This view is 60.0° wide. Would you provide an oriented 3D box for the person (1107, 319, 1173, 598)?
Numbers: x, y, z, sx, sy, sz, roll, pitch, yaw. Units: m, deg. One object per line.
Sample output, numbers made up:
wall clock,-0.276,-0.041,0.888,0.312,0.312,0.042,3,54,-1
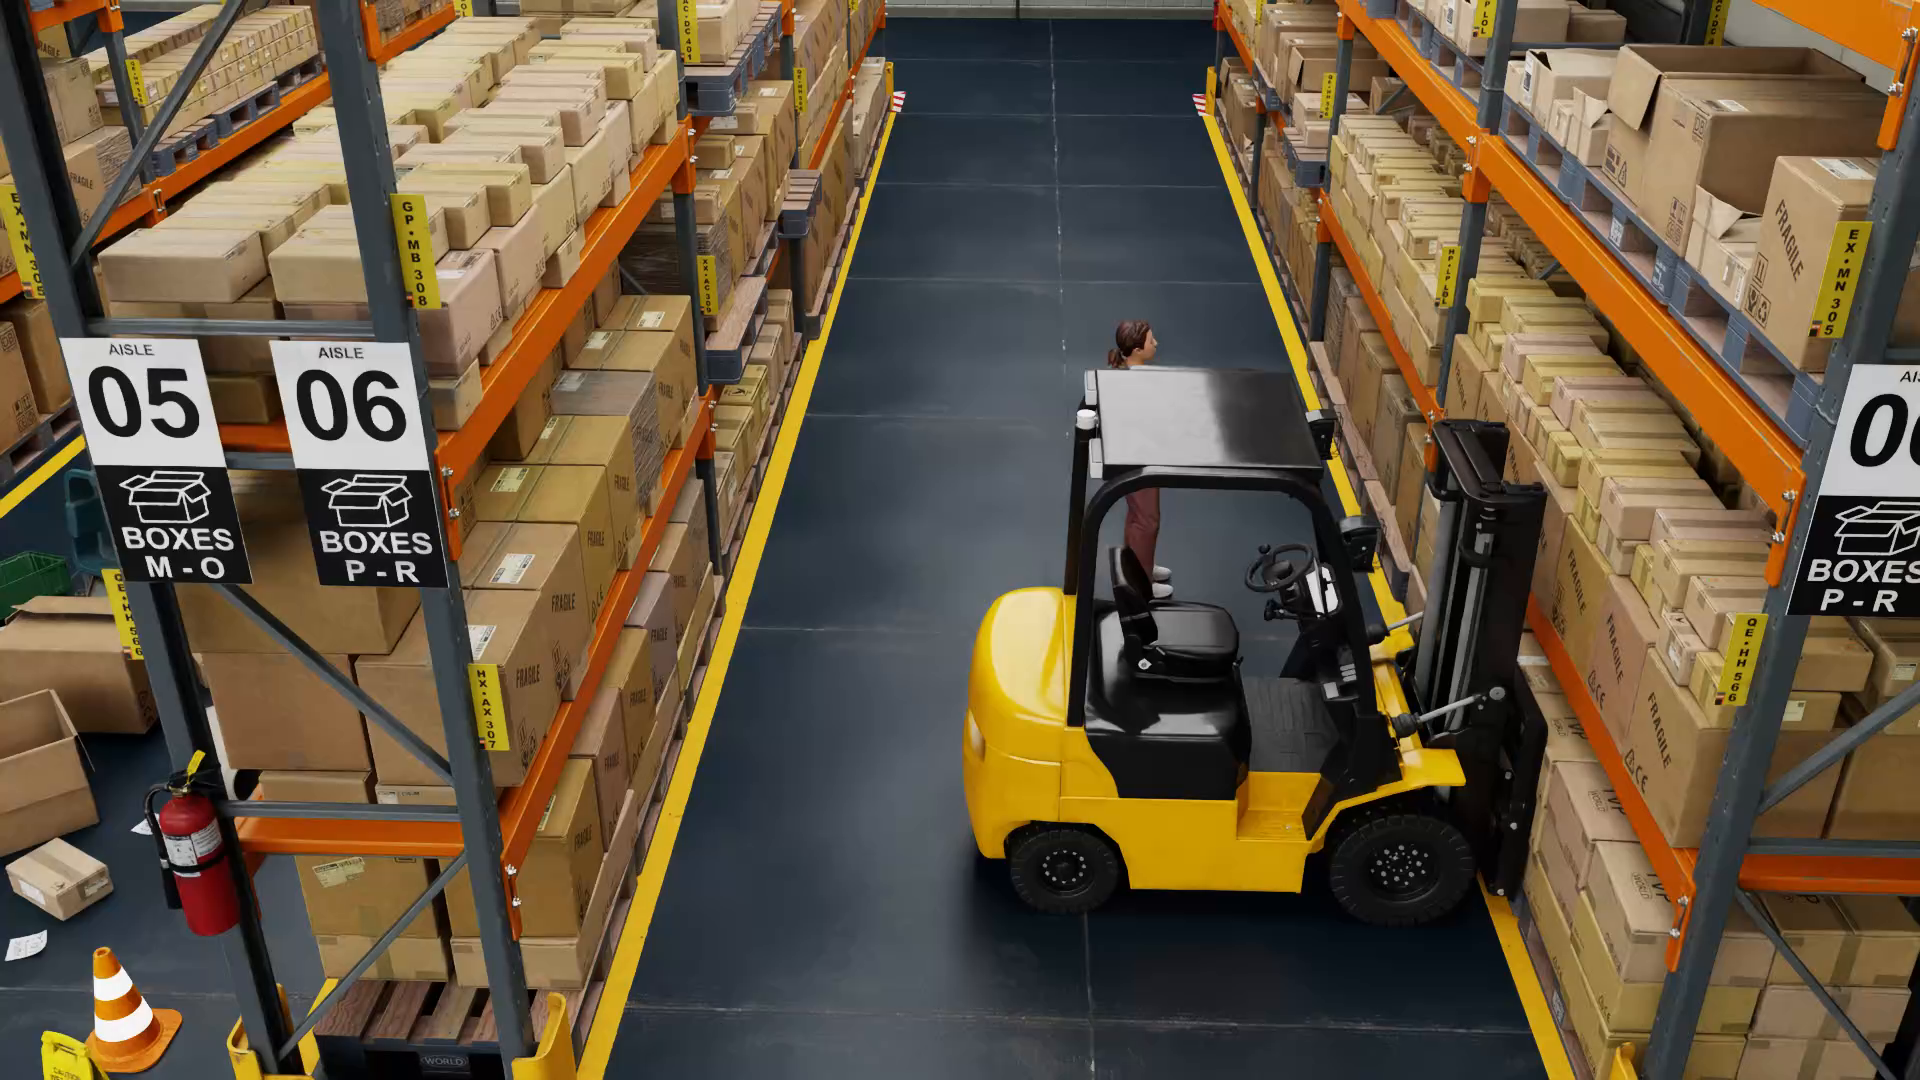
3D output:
person,1.084,-0.465,9.508,0.547,1.666,0.426,1,28,3
